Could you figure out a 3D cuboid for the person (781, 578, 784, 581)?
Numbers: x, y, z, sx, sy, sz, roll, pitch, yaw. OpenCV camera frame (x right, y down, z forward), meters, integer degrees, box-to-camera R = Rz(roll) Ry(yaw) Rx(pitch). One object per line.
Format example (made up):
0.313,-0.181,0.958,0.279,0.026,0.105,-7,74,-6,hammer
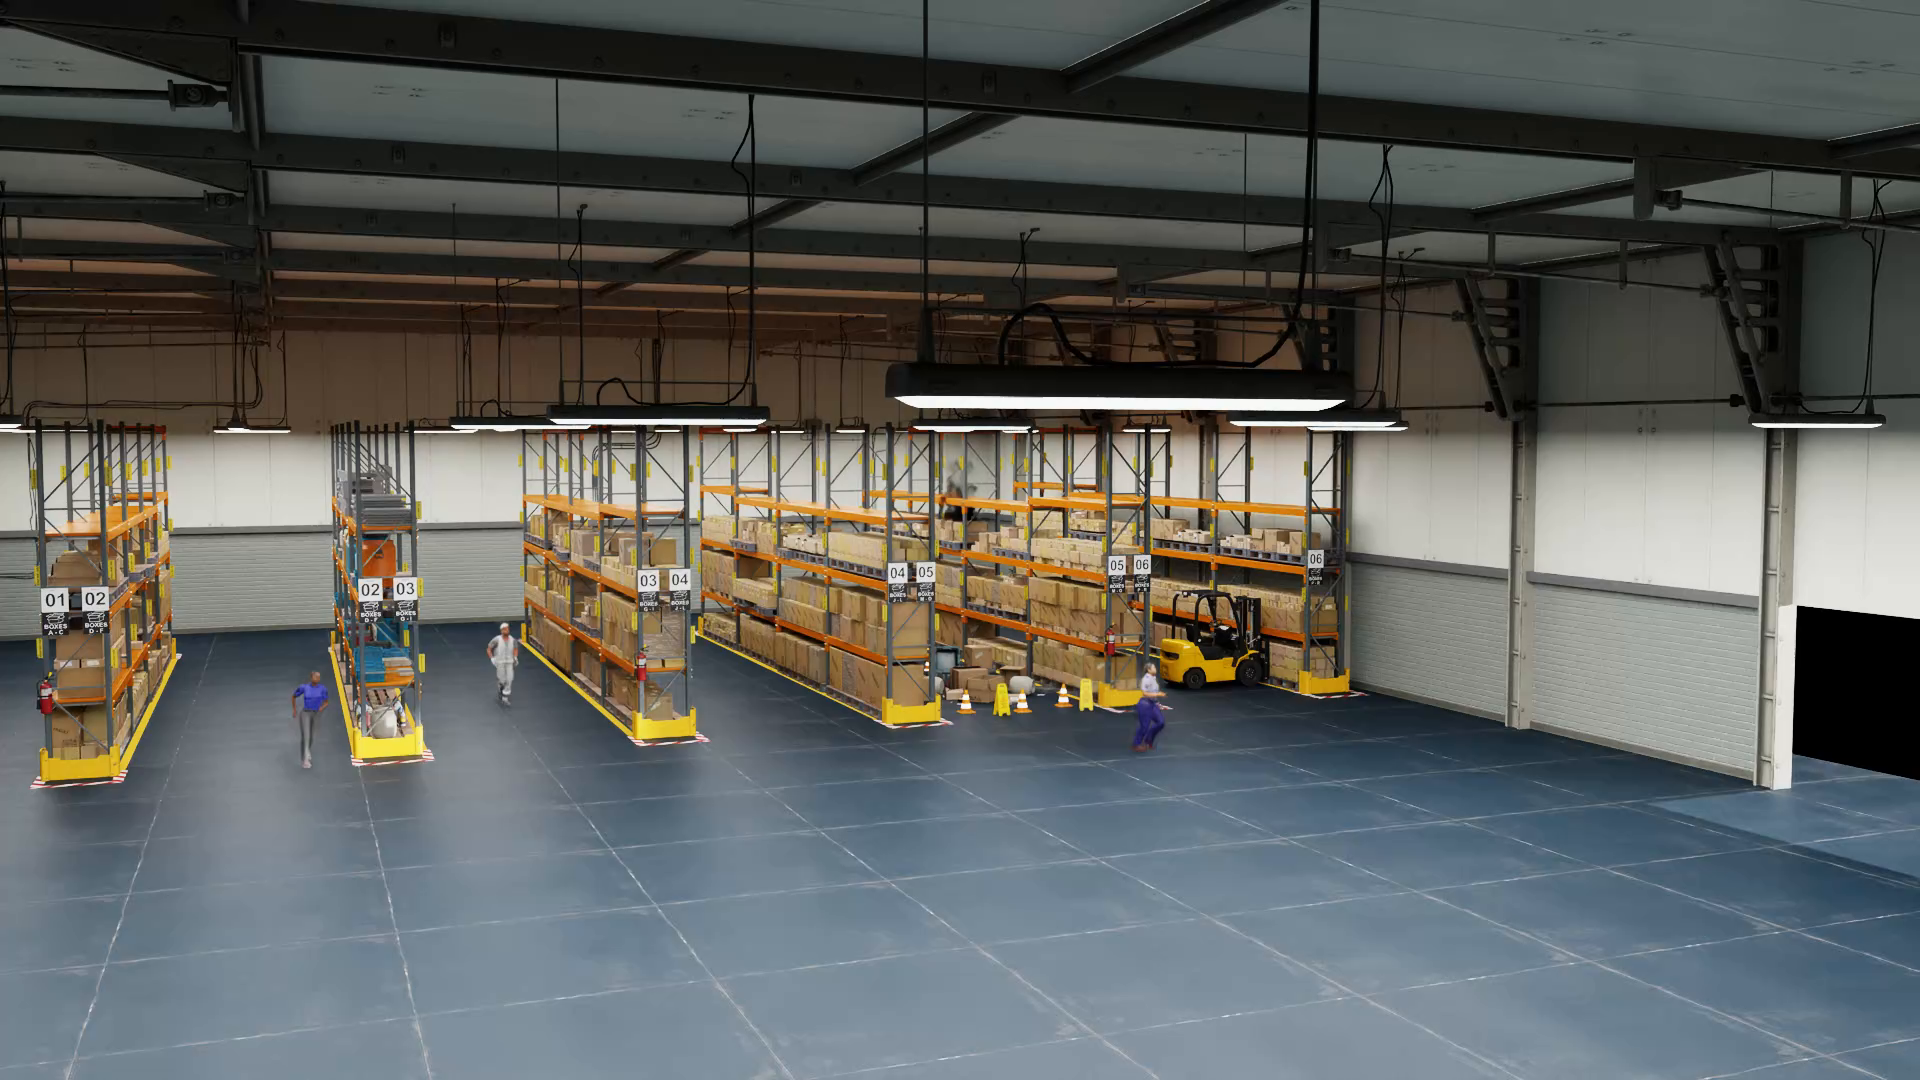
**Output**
-5.204,1.906,48.456,0.552,1.576,0.824,-1,4,-22,person

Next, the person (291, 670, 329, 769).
-11.305,3.134,28.971,0.602,1.540,0.839,-3,4,-36,person

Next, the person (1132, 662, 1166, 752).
3.426,3.039,30.077,0.668,1.661,0.575,2,4,25,person

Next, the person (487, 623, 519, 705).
-9.702,2.642,35.411,0.658,1.747,0.549,-2,4,-33,person
